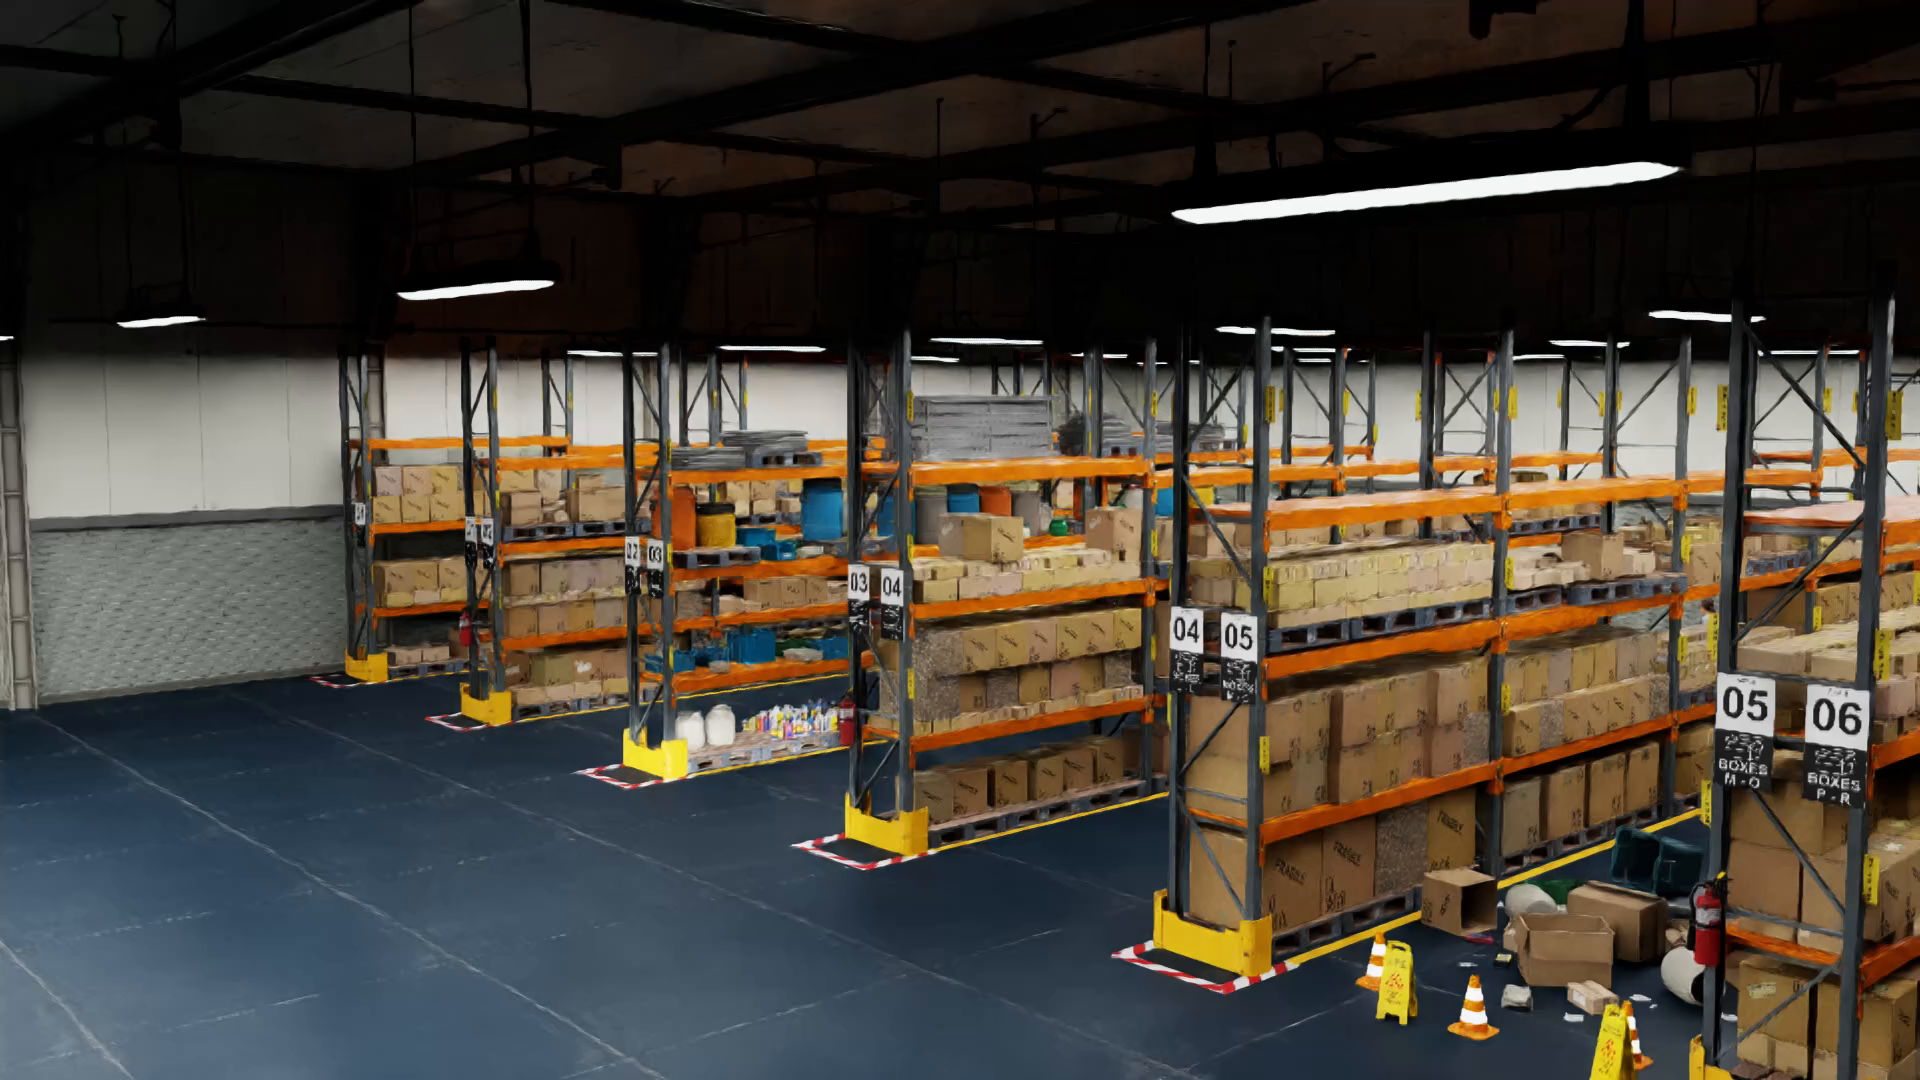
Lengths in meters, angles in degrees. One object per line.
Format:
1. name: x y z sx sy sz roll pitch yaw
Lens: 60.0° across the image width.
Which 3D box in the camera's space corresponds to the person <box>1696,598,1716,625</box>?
1. person: 12.596 1.813 28.073 0.504 1.672 0.574 4 6 37
